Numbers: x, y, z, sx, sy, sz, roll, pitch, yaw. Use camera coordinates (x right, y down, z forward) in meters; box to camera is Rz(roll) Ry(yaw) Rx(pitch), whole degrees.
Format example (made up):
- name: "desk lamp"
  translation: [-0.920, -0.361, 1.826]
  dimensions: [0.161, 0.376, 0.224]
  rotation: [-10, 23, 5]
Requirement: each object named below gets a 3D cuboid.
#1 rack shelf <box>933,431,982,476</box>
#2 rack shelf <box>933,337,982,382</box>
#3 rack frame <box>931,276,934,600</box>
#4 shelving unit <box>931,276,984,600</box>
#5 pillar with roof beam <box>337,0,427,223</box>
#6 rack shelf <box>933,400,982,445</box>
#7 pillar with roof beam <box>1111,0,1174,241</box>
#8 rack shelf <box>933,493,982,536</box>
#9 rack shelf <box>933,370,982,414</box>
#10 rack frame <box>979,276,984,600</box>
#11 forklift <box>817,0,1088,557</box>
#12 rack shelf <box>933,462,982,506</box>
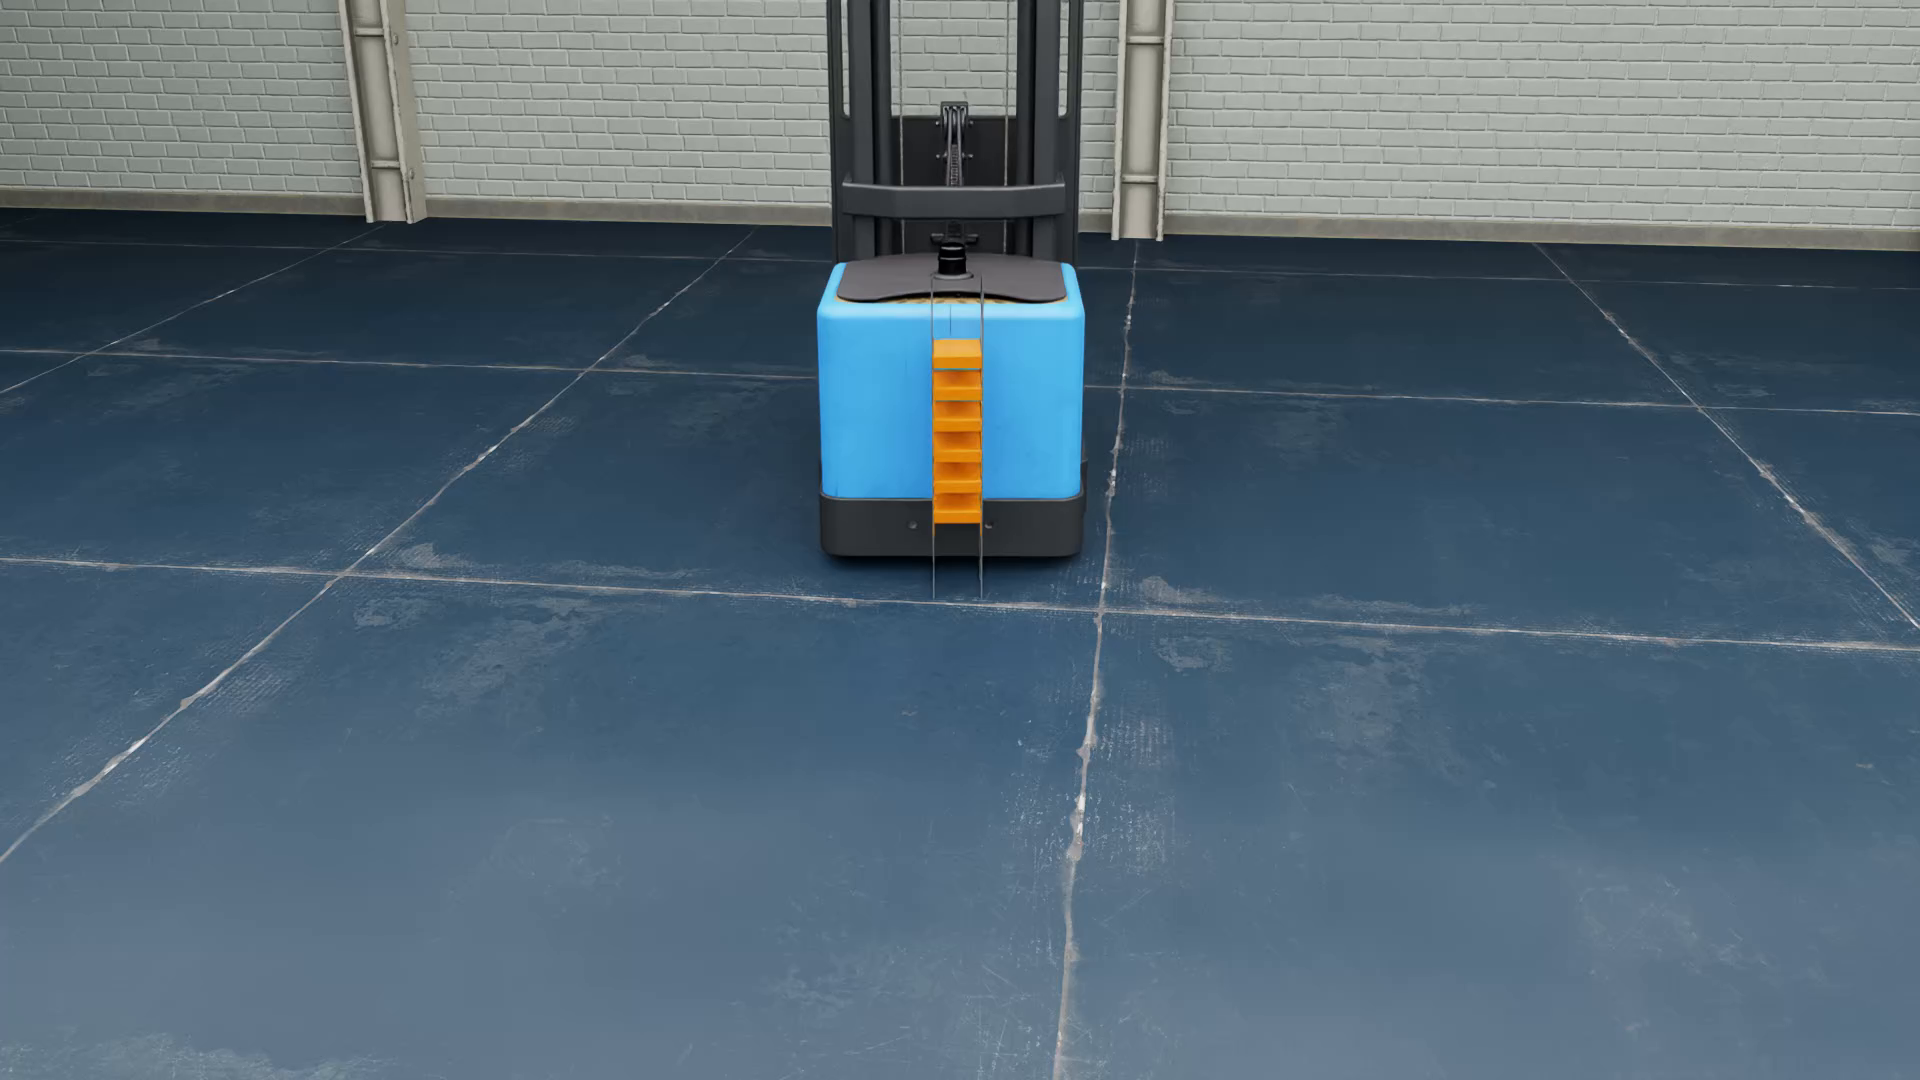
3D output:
- name: "rack shelf"
  translation: [-0.011, -0.332, 6.267]
  dimensions: [0.180, 0.103, 0.258]
  rotation: [0, 22, -1]
- name: "rack shelf"
  translation: [-0.011, -0.666, 6.135]
  dimensions: [0.180, 0.103, 0.258]
  rotation: [0, 22, -1]
- name: "rack frame"
  translation: [-0.102, -0.372, 6.250]
  dimensions: [0.006, 1.200, 0.240]
  rotation: [0, 22, -1]
- name: "shelving unit"
  translation: [-0.011, -0.373, 6.251]
  dimensions: [0.189, 1.200, 0.258]
  rotation: [0, 22, -1]
- name: "pillar with roof beam"
  translation: [-5.089, -5.227, 7.922]
  dimensions: [0.400, 9.000, 9.100]
  rotation: [2, 22, 6]
- name: "rack shelf"
  translation: [-0.011, -0.443, 6.223]
  dimensions: [0.180, 0.103, 0.258]
  rotation: [0, 22, -1]
- name: "pillar with roof beam"
  translation: [0.870, -4.968, 7.266]
  dimensions: [0.400, 9.000, 9.100]
  rotation: [2, 22, 6]
- name: "rack shelf"
  translation: [-0.011, -0.108, 6.356]
  dimensions: [0.180, 0.103, 0.258]
  rotation: [0, 22, -1]
- name: "rack shelf"
  translation: [-0.011, -0.555, 6.179]
  dimensions: [0.180, 0.103, 0.258]
  rotation: [0, 22, -1]
- name: "rack frame"
  translation: [0.081, -0.373, 6.252]
  dimensions: [0.006, 1.200, 0.240]
  rotation: [0, 22, -1]
- name: "forklift"
  translation: [-0.018, -1.788, 7.476]
  dimensions: [1.130, 2.935, 3.031]
  rotation: [0, 22, 1]
- name: "rack shelf"
  translation: [-0.011, -0.220, 6.312]
  dimensions: [0.180, 0.103, 0.258]
  rotation: [0, 22, -1]
